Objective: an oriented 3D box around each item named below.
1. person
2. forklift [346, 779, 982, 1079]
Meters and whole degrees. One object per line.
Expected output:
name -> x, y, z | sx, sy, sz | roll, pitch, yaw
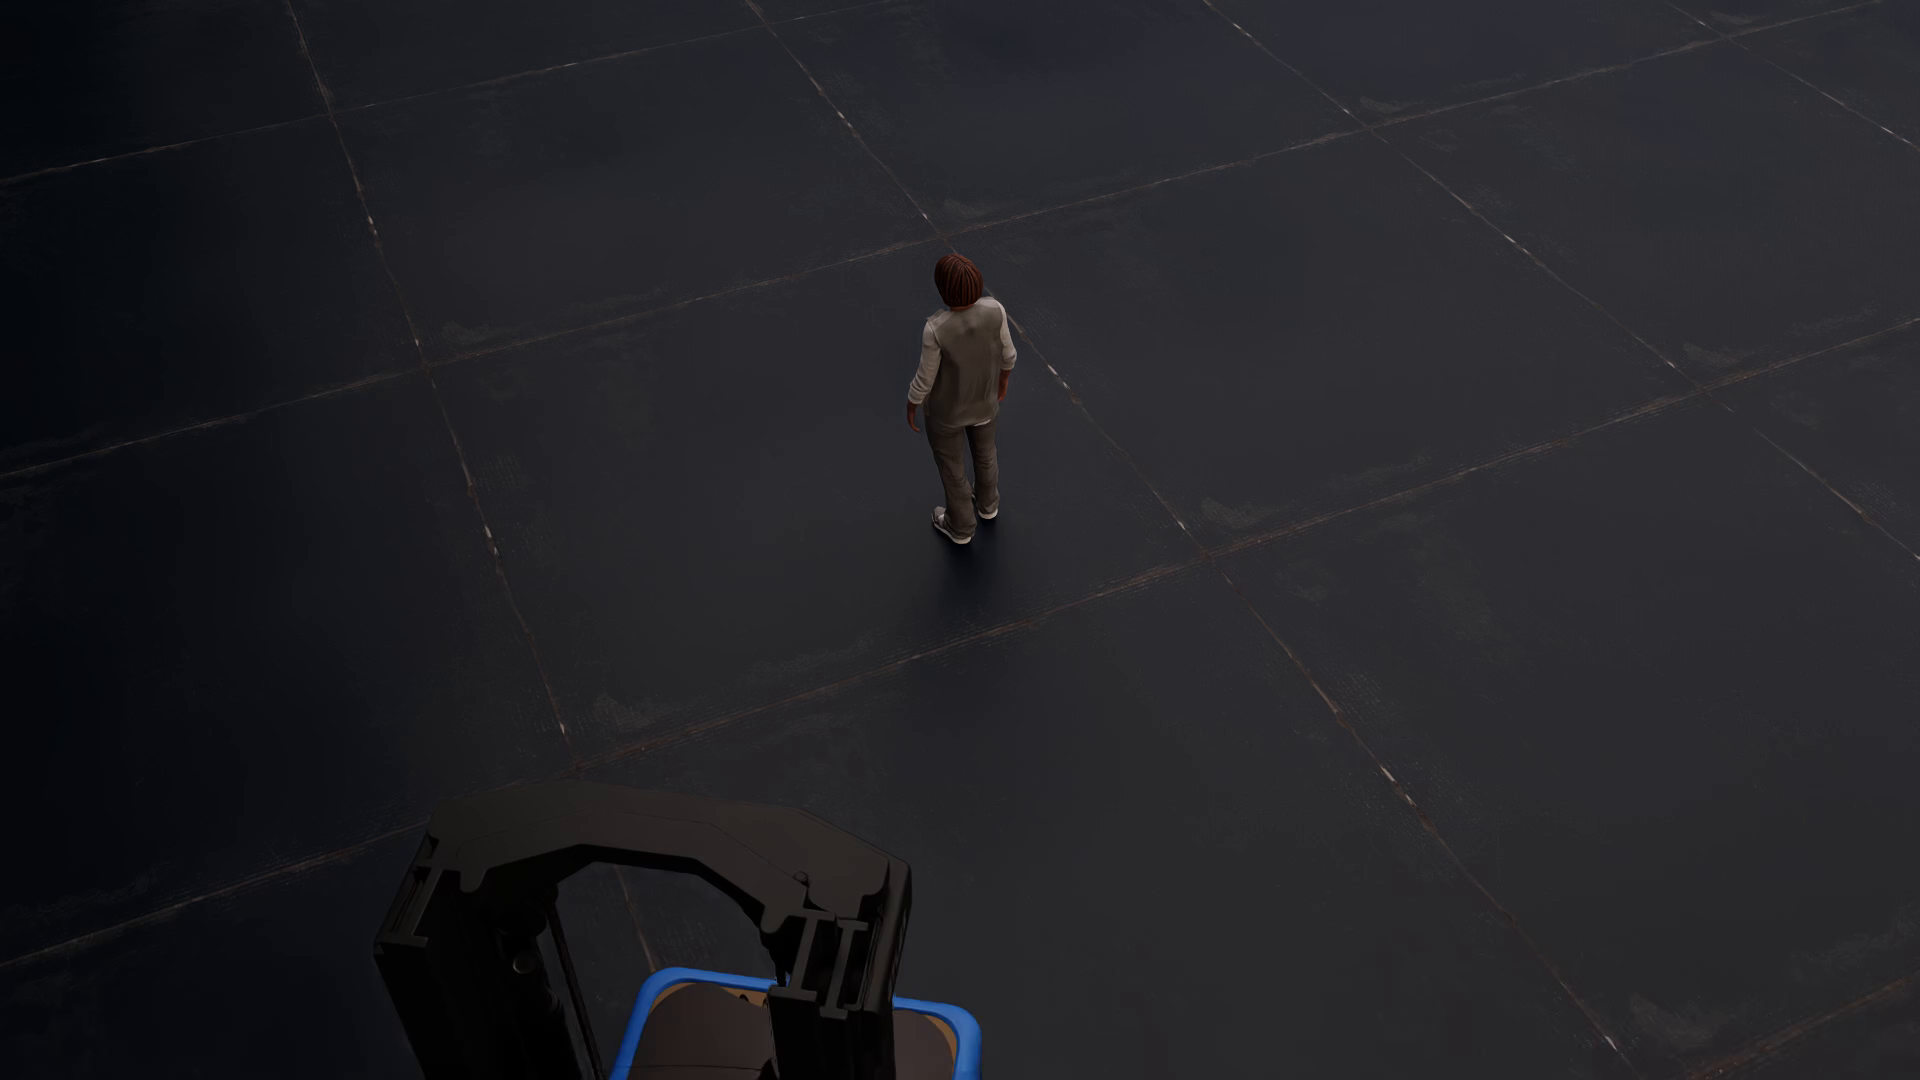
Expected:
person -> -0.018, -0.639, 7.332 | 0.520, 1.597, 0.475 | -18, 46, -18
forklift -> -0.659, 2.013, 3.523 | 1.130, 2.935, 3.031 | 6, 43, 6
